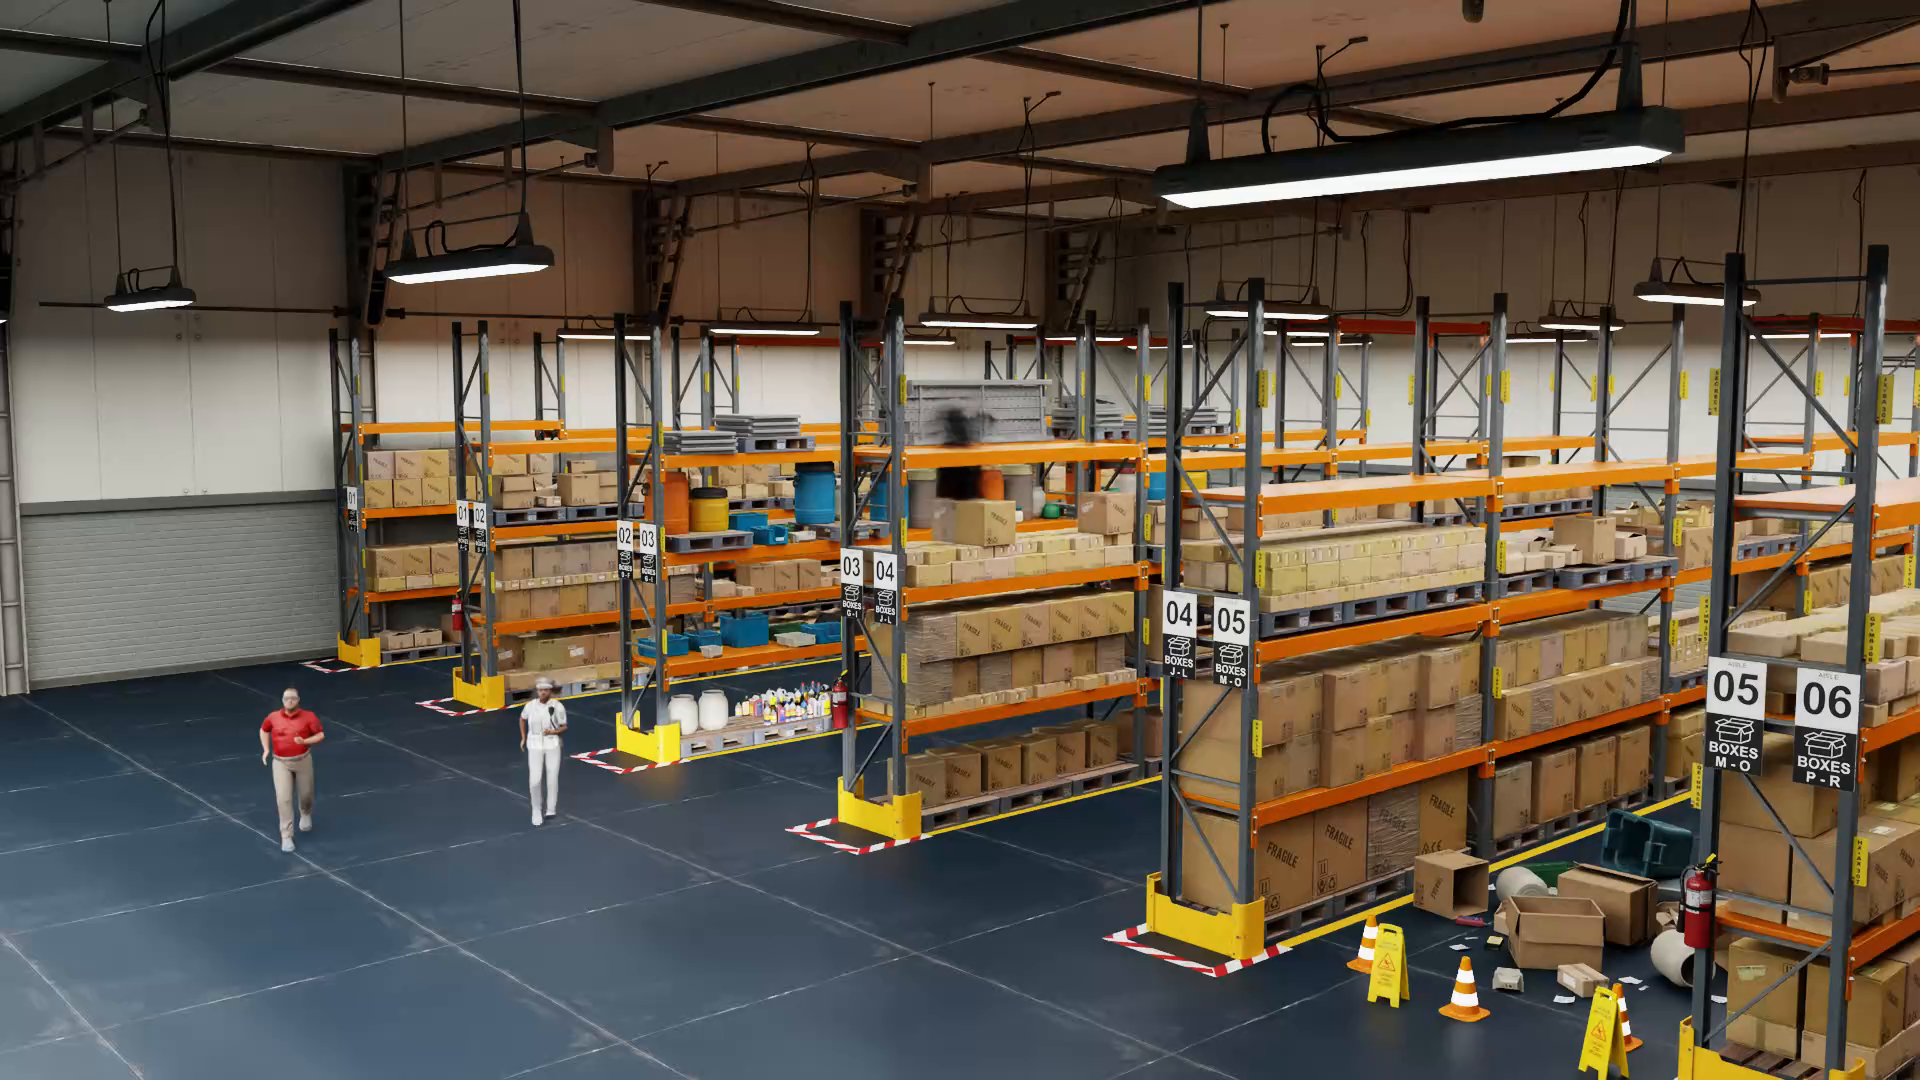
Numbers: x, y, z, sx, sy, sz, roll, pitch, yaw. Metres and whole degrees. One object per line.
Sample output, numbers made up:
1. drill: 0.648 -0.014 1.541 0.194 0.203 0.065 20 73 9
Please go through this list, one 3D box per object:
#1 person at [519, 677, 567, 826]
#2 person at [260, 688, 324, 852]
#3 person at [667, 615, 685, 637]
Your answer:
1. person: -4.811 2.435 19.198 0.544 1.726 0.699 -1 6 -12
2. person: -7.345 2.481 18.307 0.665 1.706 0.953 -2 6 -20
3. person: -5.411 1.231 31.409 0.599 1.657 0.560 4 7 34
